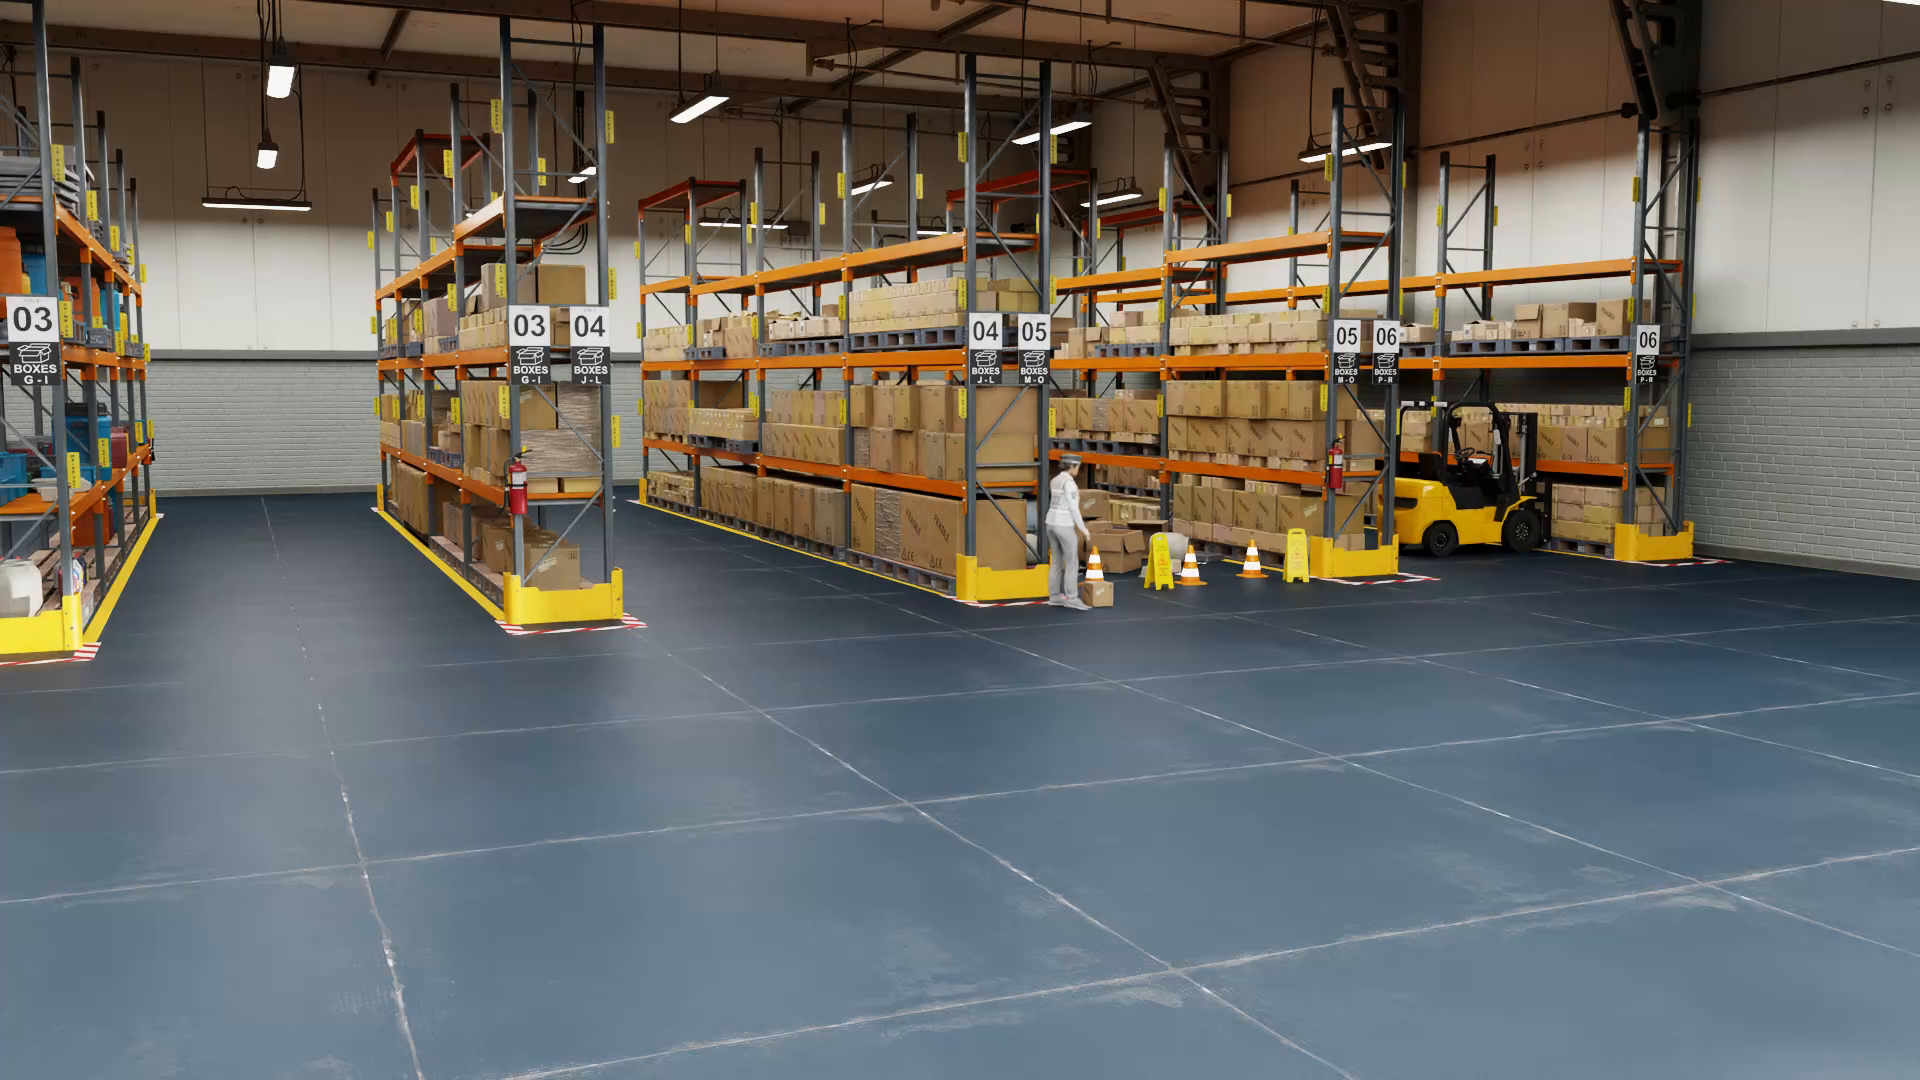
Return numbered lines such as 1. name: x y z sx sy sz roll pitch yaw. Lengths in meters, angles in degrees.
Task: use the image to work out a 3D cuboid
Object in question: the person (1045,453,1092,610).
1. person: 1.152 -0.091 17.978 0.423 1.691 0.523 -2 6 -23
